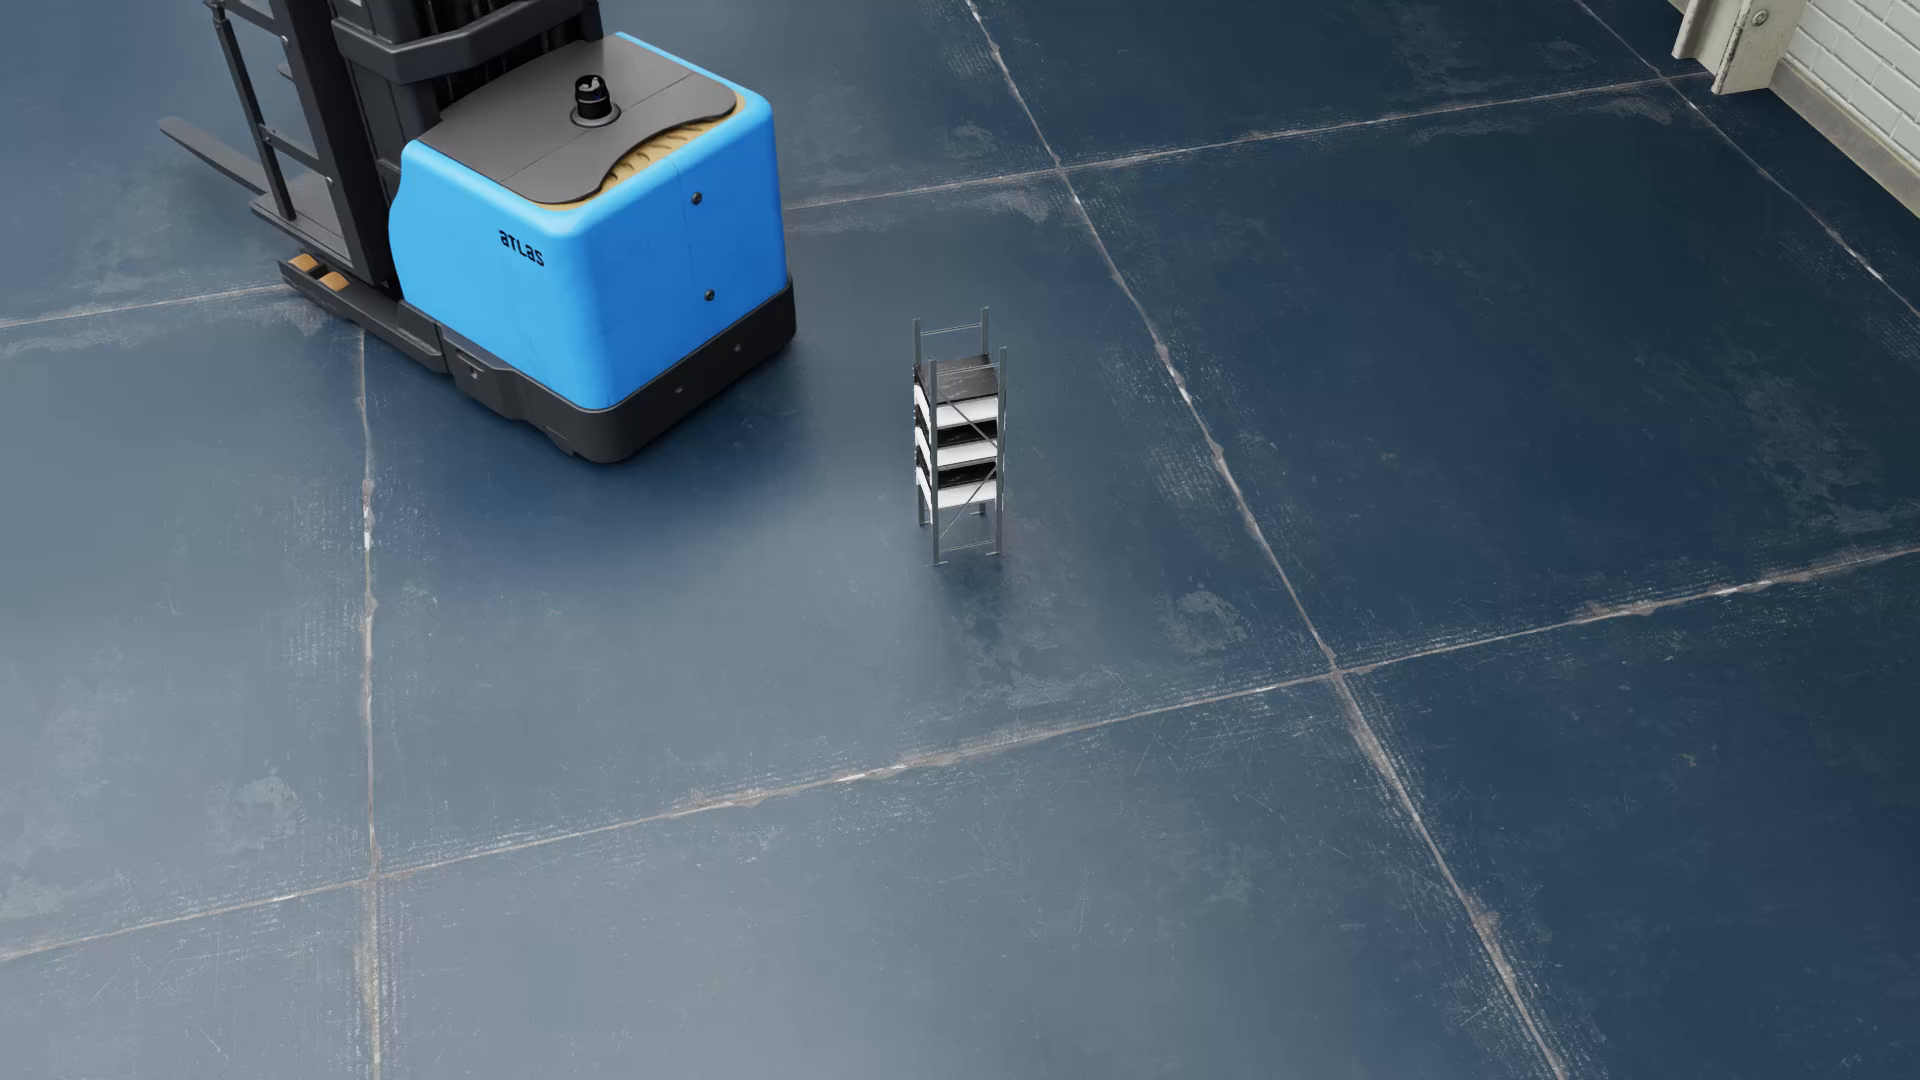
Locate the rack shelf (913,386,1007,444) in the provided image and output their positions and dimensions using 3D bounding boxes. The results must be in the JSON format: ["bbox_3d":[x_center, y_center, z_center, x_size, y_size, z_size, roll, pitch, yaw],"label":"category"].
[{"bbox_3d":[-0.002,-0.423,5.329,0.258,0.077,0.200,-11,47,-10],"label":"rack shelf"}]

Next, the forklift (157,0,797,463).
[{"bbox_3d":[-2.098,-2.188,5.842,3.031,2.935,1.130,30,53,26],"label":"forklift"}]

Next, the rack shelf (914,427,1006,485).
[{"bbox_3d":[-0.002,-0.297,5.458,0.258,0.077,0.200,-11,47,-10],"label":"rack shelf"}]

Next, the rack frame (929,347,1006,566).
[{"bbox_3d":[0.024,-0.250,5.365,0.240,0.900,0.006,-11,47,-10],"label":"rack frame"}]

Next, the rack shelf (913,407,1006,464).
[{"bbox_3d":[-0.002,-0.360,5.394,0.258,0.077,0.200,-11,47,-10],"label":"rack shelf"}]

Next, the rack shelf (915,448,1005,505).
[{"bbox_3d":[-0.002,-0.234,5.522,0.258,0.077,0.200,-11,47,-10],"label":"rack shelf"}]

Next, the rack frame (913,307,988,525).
[{"bbox_3d":[-0.028,-0.391,5.503,0.240,0.900,0.006,-11,47,-10],"label":"rack frame"}]

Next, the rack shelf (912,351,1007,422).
[{"bbox_3d":[-0.002,-0.486,5.265,0.258,0.077,0.200,-11,47,-10],"label":"rack shelf"}]

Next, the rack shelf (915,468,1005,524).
[{"bbox_3d":[-0.002,-0.171,5.586,0.258,0.077,0.200,-11,47,-10],"label":"rack shelf"}]

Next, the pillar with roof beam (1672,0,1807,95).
[{"bbox_3d":[-0.516,-4.613,3.970,9.100,9.000,0.400,-11,47,-10],"label":"pillar with roof beam"}]

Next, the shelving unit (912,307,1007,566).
[{"bbox_3d":[-0.002,-0.321,5.434,0.258,0.900,0.210,-11,47,-10],"label":"shelving unit"}]
